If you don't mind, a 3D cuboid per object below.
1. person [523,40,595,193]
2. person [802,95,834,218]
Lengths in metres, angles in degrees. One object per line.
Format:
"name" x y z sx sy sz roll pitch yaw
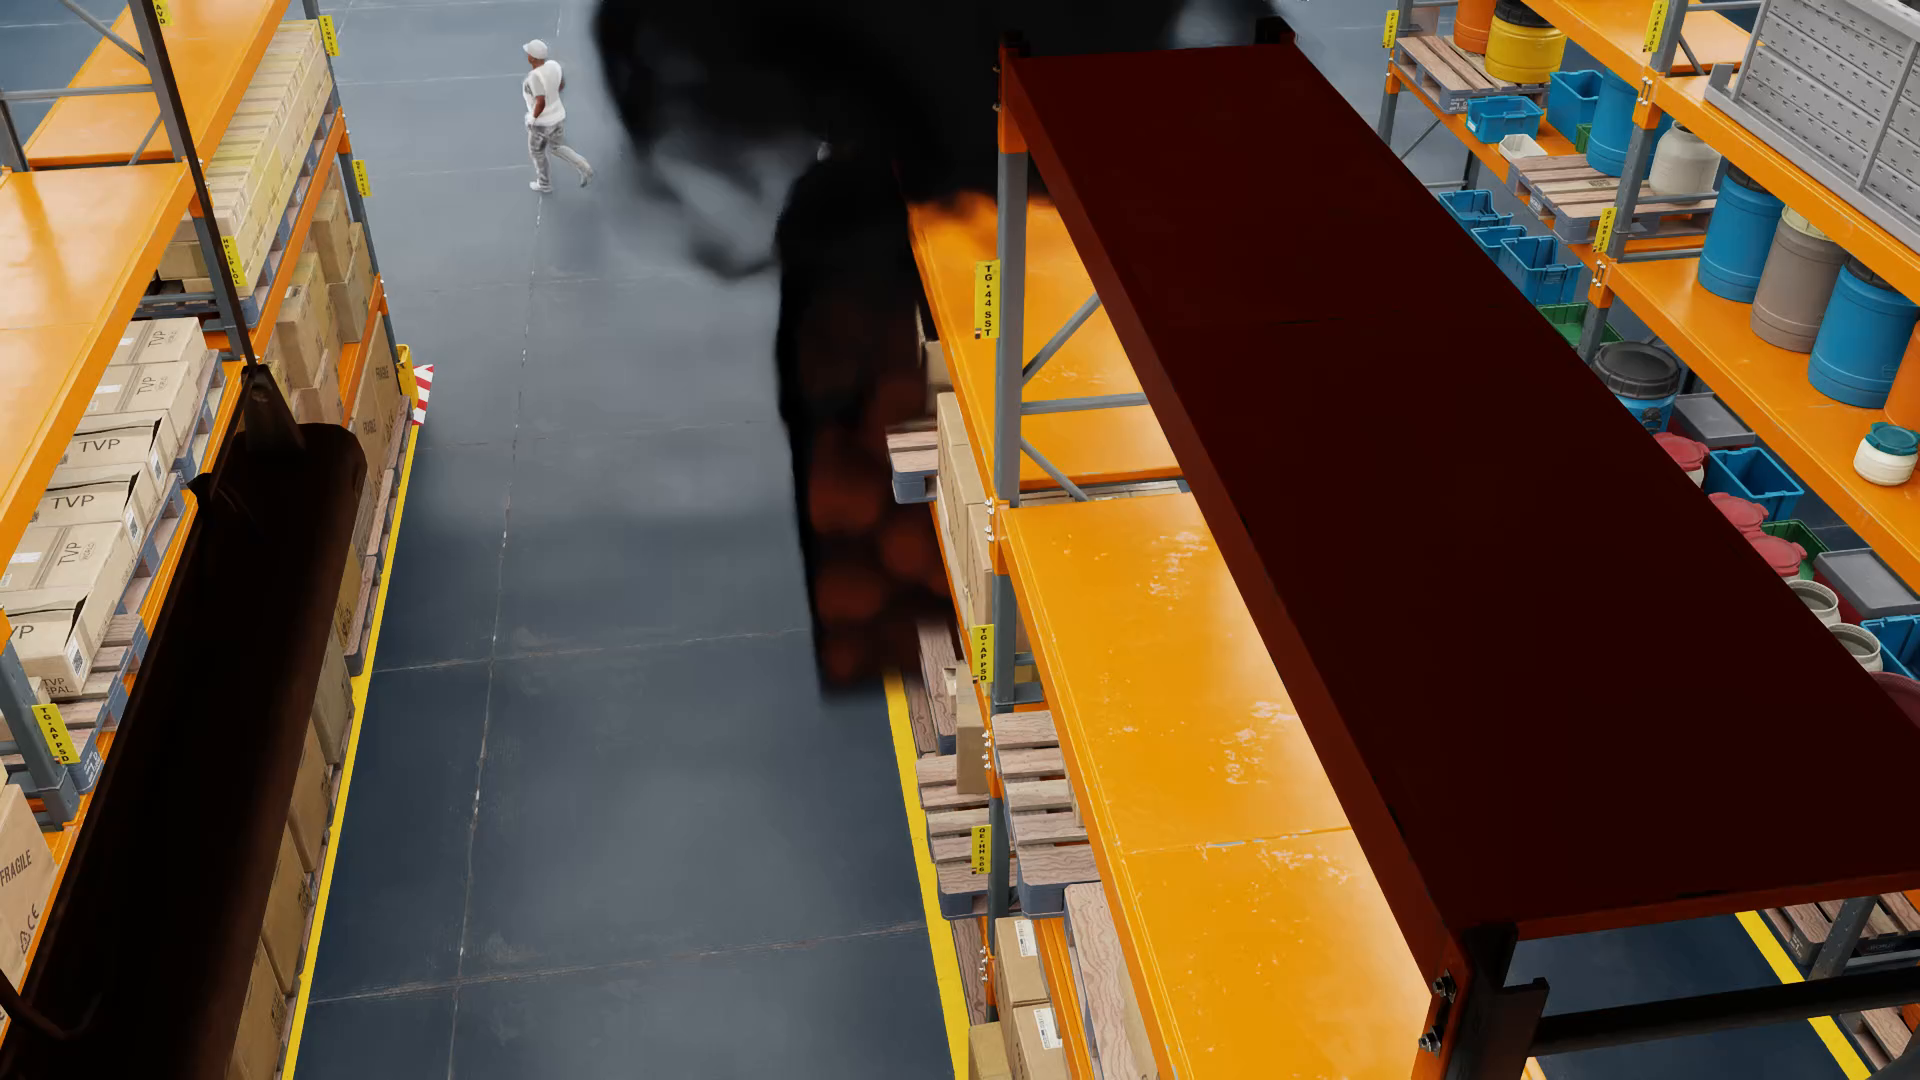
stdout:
"person" -4.492 -4.615 18.235 0.847 1.759 0.699 14 39 19
"person" -1.237 -4.233 17.711 1.043 1.790 0.710 12 38 15
